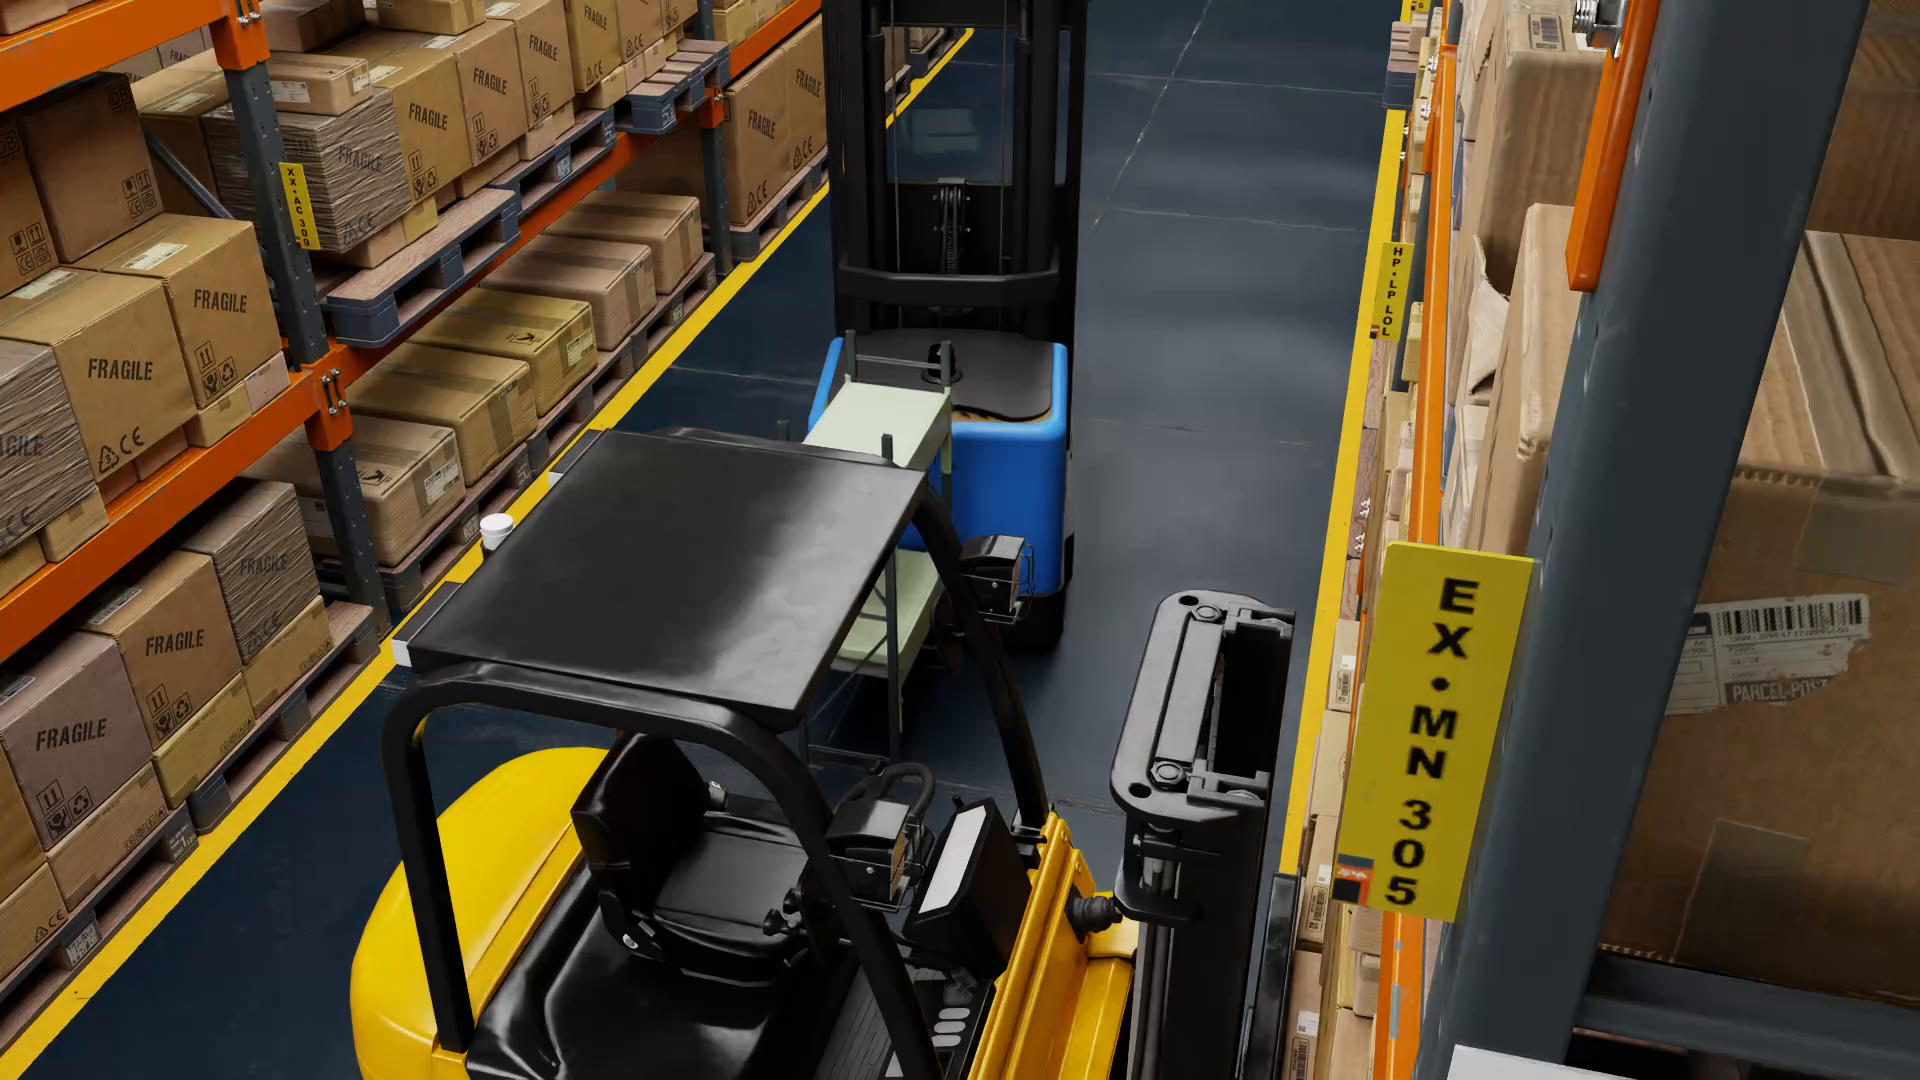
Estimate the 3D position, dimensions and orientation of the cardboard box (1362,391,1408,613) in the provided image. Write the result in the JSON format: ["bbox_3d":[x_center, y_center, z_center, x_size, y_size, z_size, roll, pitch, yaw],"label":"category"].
[{"bbox_3d":[1.503,-0.091,5.004,0.500,0.500,0.500,7,33,11],"label":"cardboard box"}]

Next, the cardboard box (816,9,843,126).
[{"bbox_3d":[-1.205,-3.547,12.123,0.875,0.875,0.875,9,34,14],"label":"cardboard box"}]

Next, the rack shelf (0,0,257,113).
[{"bbox_3d":[-3.441,-0.842,4.153,1.077,0.370,4.000,8,33,12],"label":"rack shelf"}]

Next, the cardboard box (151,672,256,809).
[{"bbox_3d":[-2.949,0.687,6.045,0.500,0.250,0.500,7,33,11],"label":"cardboard box"}]

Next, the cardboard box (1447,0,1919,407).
[{"bbox_3d":[1.087,-0.476,2.329,0.700,0.500,0.500,8,33,13],"label":"cardboard box"}]

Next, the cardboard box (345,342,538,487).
[{"bbox_3d":[-2.624,-0.632,8.006,0.950,0.372,0.625,10,34,15],"label":"cardboard box"}]

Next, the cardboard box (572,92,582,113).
[{"bbox_3d":[-2.107,-2.189,8.240,0.380,0.149,0.250,8,33,13],"label":"cardboard box"}]

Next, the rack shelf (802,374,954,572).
[{"bbox_3d":[-0.324,-0.257,6.029,0.431,0.370,0.720,8,33,13],"label":"rack shelf"}]

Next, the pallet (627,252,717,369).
[{"bbox_3d":[-2.118,-1.411,9.773,1.003,0.211,1.213,8,33,12],"label":"pallet"}]

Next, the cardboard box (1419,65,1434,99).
[{"bbox_3d":[2.406,-2.010,7.790,0.500,0.250,0.500,9,34,14],"label":"cardboard box"}]

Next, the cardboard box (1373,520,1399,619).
[{"bbox_3d":[1.227,0.097,4.103,0.380,0.149,0.250,8,33,12],"label":"cardboard box"}]

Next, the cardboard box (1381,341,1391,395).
[{"bbox_3d":[1.865,-0.739,6.257,0.500,0.250,0.500,8,33,12],"label":"cardboard box"}]

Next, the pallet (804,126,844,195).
[{"bbox_3d":[-1.334,-2.846,12.031,1.003,0.211,1.213,8,33,12],"label":"pallet"}]

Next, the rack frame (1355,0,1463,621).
[{"bbox_3d":[1.868,-0.244,5.337,1.000,3.000,0.127,8,33,12],"label":"rack frame"}]

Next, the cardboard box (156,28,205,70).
[{"bbox_3d":[-6.056,-3.598,12.552,0.500,0.500,0.500,7,33,11],"label":"cardboard box"}]

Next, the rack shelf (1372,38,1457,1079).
[{"bbox_3d":[1.361,-0.168,3.093,1.077,0.370,4.000,8,33,12],"label":"rack shelf"}]

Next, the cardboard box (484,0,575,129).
[{"bbox_3d":[-2.152,-2.250,7.731,0.500,0.500,0.500,7,33,10],"label":"cardboard box"}]

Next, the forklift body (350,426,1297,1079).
[{"bbox_3d":[-0.430,0.958,4.239,2.313,2.155,1.214,8,33,12],"label":"forklift body"}]

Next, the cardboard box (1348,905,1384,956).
[{"bbox_3d":[0.907,0.635,2.980,0.380,0.149,0.250,9,33,14],"label":"cardboard box"}]

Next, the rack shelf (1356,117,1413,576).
[{"bbox_3d":[2.376,-0.978,7.163,1.077,0.370,4.000,8,33,12],"label":"rack shelf"}]

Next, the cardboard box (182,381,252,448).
[{"bbox_3d":[-2.777,-0.473,5.932,0.380,0.149,0.250,9,33,13],"label":"cardboard box"}]

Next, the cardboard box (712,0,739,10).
[{"bbox_3d":[-1.551,-3.370,9.929,0.500,0.250,0.500,8,33,12],"label":"cardboard box"}]

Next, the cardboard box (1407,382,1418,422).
[{"bbox_3d":[1.533,-0.430,4.933,0.380,0.149,0.250,8,33,12],"label":"cardboard box"}]

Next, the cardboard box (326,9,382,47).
[{"bbox_3d":[-2.777,-2.058,7.429,0.500,0.500,0.500,9,34,14],"label":"cardboard box"}]

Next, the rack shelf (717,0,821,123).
[{"bbox_3d":[-1.411,-3.728,11.488,1.077,0.370,4.000,8,33,12],"label":"rack shelf"}]

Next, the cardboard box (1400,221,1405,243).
[{"bbox_3d":[1.869,-0.949,6.121,0.500,0.250,0.500,7,33,11],"label":"cardboard box"}]

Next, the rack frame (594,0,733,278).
[{"bbox_3d":[-1.919,-2.993,9.663,1.000,3.000,0.127,8,33,12],"label":"rack frame"}]

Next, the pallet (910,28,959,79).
[{"bbox_3d":[-0.635,-4.276,14.280,1.003,0.211,1.213,8,33,12],"label":"pallet"}]

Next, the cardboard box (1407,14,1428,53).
[{"bbox_3d":[2.679,-2.784,9.176,0.380,0.149,0.250,9,33,13],"label":"cardboard box"}]

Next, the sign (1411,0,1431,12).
[{"bbox_3d":[2.356,-2.844,8.422,0.100,0.325,0.005,8,33,12],"label":"sign"}]

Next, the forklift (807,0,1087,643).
[{"bbox_3d":[-0.008,-1.569,7.486,1.130,2.935,3.031,2,32,3],"label":"forklift"}]

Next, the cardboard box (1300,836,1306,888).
[{"bbox_3d":[1.311,1.211,5.221,0.500,0.250,0.500,7,33,11],"label":"cardboard box"}]

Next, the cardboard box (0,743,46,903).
[{"bbox_3d":[-3.208,0.900,5.010,0.500,0.500,0.500,9,33,13],"label":"cardboard box"}]

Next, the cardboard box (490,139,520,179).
[{"bbox_3d":[-2.248,-1.774,7.588,0.380,0.149,0.250,8,33,13],"label":"cardboard box"}]

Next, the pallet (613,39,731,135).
[{"bbox_3d":[-1.996,-2.528,9.109,1.213,0.211,1.003,8,33,12],"label":"pallet"}]

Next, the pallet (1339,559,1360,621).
[{"bbox_3d":[2.018,0.545,6.695,1.003,0.211,1.213,8,33,12],"label":"pallet"}]

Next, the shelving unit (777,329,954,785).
[{"bbox_3d":[-0.324,0.072,6.238,0.431,1.500,0.755,8,33,13],"label":"shelving unit"}]

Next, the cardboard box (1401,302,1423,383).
[{"bbox_3d":[1.500,-0.560,4.860,0.380,0.149,0.250,9,33,13],"label":"cardboard box"}]

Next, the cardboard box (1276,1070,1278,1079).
[{"bbox_3d":[1.053,1.520,4.268,0.500,0.250,0.500,8,33,12],"label":"cardboard box"}]

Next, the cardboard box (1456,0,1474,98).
[{"bbox_3d":[1.266,-1.033,3.532,0.380,0.149,0.250,9,34,14],"label":"cardboard box"}]

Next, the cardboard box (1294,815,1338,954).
[{"bbox_3d":[1.187,1.050,4.543,0.500,0.250,0.500,9,34,14],"label":"cardboard box"}]

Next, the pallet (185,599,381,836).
[{"bbox_3d":[-3.070,0.613,6.590,1.003,0.211,1.213,8,33,12],"label":"pallet"}]

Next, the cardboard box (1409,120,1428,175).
[{"bbox_3d":[2.028,-1.582,6.745,0.380,0.149,0.250,7,33,11],"label":"cardboard box"}]

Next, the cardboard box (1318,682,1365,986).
[{"bbox_3d":[1.111,0.702,3.756,0.500,0.500,0.500,8,33,13],"label":"cardboard box"}]

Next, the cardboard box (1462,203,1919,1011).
[{"bbox_3d":[0.730,0.042,1.515,0.500,0.500,0.500,9,34,14],"label":"cardboard box"}]

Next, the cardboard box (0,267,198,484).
[{"bbox_3d":[-2.930,-0.553,5.453,0.500,0.500,0.500,9,34,14],"label":"cardboard box"}]

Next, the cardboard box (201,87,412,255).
[{"bbox_3d":[-2.537,-1.467,6.499,0.500,0.500,0.500,9,33,14],"label":"cardboard box"}]

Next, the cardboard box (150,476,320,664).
[{"bbox_3d":[-2.824,0.093,6.281,0.500,0.500,0.500,8,33,12],"label":"cardboard box"}]

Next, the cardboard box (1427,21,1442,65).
[{"bbox_3d":[2.451,-2.371,7.986,0.380,0.149,0.250,9,33,13],"label":"cardboard box"}]

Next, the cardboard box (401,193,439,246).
[{"bbox_3d":[-2.416,-1.361,6.938,0.380,0.149,0.250,9,33,13],"label":"cardboard box"}]

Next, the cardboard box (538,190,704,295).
[{"bbox_3d":[-2.072,-1.770,9.796,0.950,0.372,0.625,6,33,9],"label":"cardboard box"}]

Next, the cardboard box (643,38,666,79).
[{"bbox_3d":[-1.793,-2.577,8.850,0.380,0.149,0.250,8,33,12],"label":"cardboard box"}]

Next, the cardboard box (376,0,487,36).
[{"bbox_3d":[-2.296,-2.310,7.221,0.380,0.149,0.250,10,34,15],"label":"cardboard box"}]

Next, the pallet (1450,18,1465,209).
[{"bbox_3d":[1.677,-1.026,3.855,1.003,0.211,1.213,8,33,12],"label":"pallet"}]

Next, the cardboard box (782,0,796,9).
[{"bbox_3d":[-1.299,-3.690,10.898,0.500,0.250,0.500,9,34,14],"label":"cardboard box"}]

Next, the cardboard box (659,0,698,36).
[{"bbox_3d":[-1.765,-3.064,9.013,0.500,0.500,0.500,7,33,11],"label":"cardboard box"}]

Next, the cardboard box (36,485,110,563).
[{"bbox_3d":[-2.975,-0.076,5.307,0.380,0.149,0.250,8,33,12],"label":"cardboard box"}]

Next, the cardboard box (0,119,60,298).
[{"bbox_3d":[-3.406,-1.046,5.298,0.700,0.500,0.500,8,33,13],"label":"cardboard box"}]
